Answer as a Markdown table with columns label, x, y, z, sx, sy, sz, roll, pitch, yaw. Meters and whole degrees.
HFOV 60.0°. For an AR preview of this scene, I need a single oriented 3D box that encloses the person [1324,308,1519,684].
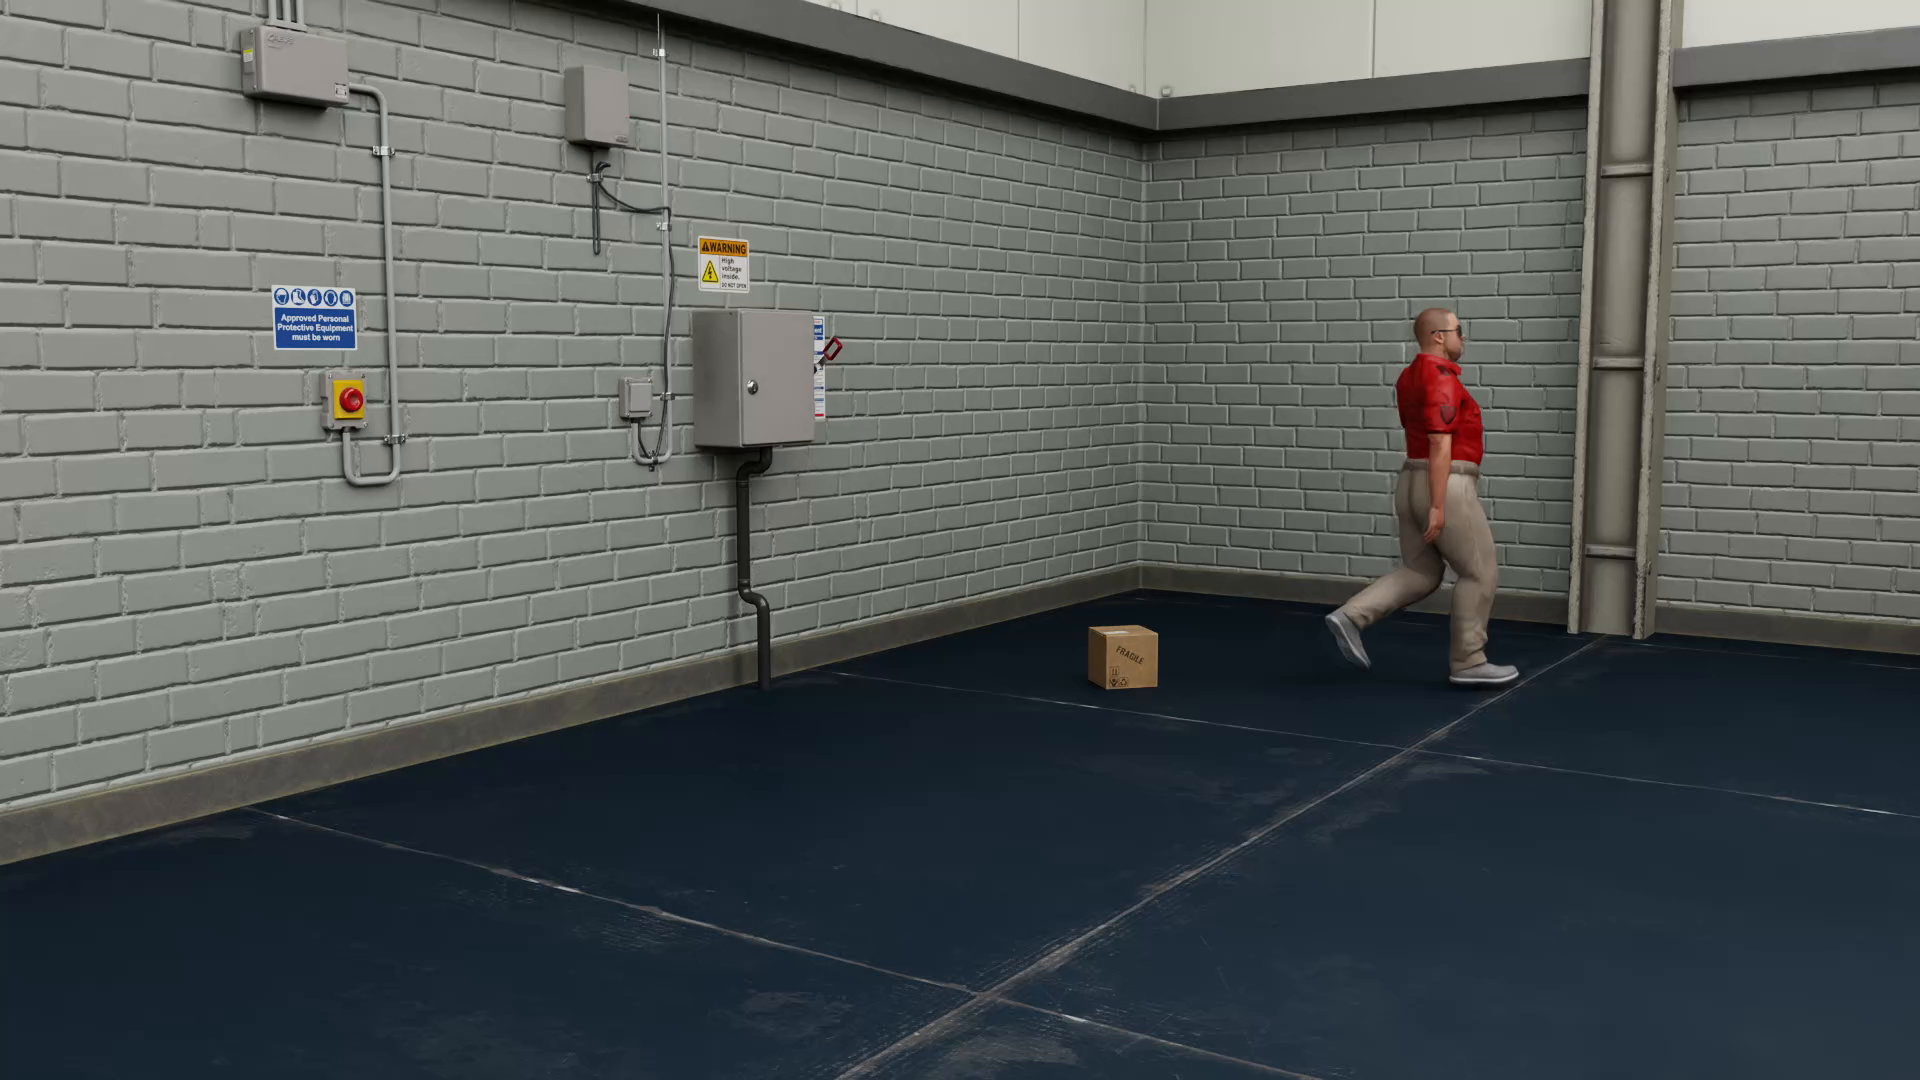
| label | x | y | z | sx | sy | sz | roll | pitch | yaw |
| --- | --- | --- | --- | --- | --- | --- | --- | --- | --- |
| person | 2.126 | -0.198 | 7.518 | 0.834 | 1.689 | 0.531 | -1 | 6 | -9 |
